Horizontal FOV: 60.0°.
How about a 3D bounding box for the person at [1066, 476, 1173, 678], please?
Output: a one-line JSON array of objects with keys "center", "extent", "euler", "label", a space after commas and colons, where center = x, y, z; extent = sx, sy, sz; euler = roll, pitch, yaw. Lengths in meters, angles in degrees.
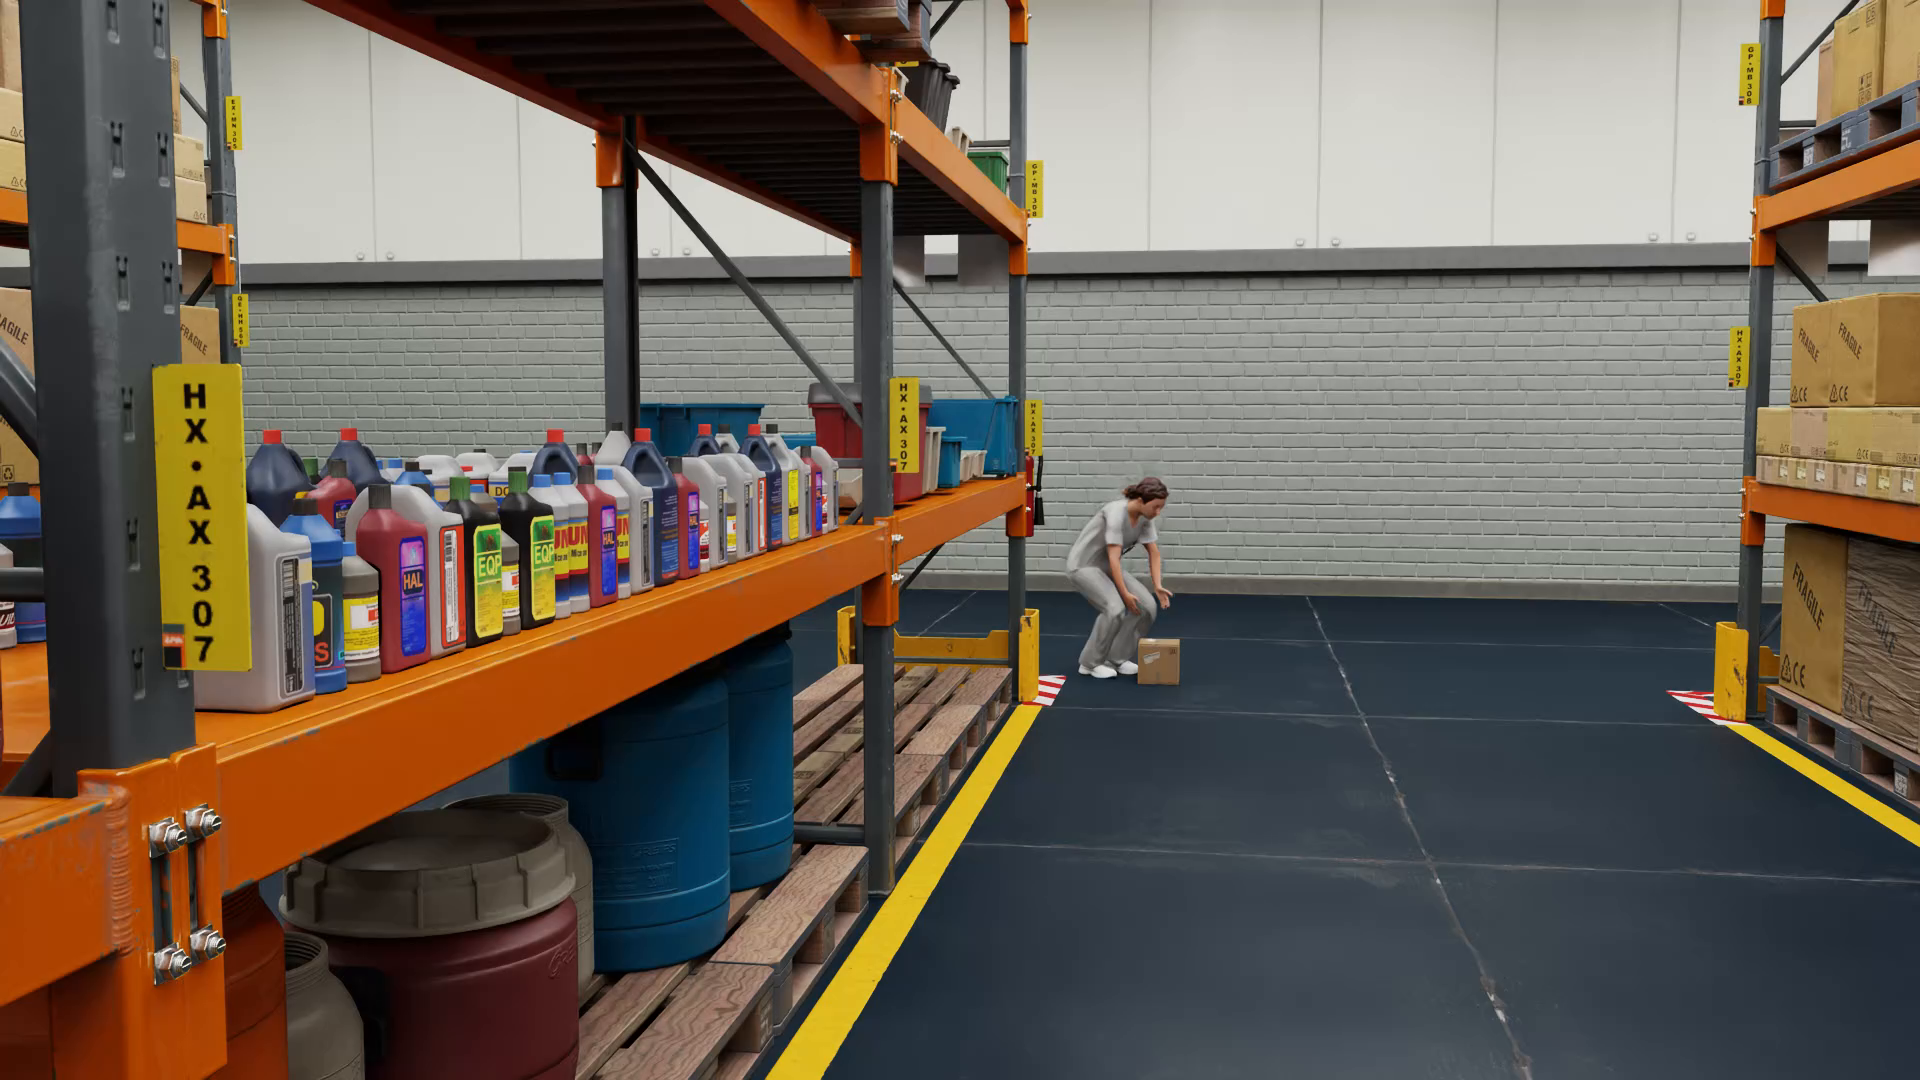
[{"center": [1.023, 0.227, 10.559], "extent": [0.492, 1.275, 0.696], "euler": [-4, 6, -44], "label": "person"}]
